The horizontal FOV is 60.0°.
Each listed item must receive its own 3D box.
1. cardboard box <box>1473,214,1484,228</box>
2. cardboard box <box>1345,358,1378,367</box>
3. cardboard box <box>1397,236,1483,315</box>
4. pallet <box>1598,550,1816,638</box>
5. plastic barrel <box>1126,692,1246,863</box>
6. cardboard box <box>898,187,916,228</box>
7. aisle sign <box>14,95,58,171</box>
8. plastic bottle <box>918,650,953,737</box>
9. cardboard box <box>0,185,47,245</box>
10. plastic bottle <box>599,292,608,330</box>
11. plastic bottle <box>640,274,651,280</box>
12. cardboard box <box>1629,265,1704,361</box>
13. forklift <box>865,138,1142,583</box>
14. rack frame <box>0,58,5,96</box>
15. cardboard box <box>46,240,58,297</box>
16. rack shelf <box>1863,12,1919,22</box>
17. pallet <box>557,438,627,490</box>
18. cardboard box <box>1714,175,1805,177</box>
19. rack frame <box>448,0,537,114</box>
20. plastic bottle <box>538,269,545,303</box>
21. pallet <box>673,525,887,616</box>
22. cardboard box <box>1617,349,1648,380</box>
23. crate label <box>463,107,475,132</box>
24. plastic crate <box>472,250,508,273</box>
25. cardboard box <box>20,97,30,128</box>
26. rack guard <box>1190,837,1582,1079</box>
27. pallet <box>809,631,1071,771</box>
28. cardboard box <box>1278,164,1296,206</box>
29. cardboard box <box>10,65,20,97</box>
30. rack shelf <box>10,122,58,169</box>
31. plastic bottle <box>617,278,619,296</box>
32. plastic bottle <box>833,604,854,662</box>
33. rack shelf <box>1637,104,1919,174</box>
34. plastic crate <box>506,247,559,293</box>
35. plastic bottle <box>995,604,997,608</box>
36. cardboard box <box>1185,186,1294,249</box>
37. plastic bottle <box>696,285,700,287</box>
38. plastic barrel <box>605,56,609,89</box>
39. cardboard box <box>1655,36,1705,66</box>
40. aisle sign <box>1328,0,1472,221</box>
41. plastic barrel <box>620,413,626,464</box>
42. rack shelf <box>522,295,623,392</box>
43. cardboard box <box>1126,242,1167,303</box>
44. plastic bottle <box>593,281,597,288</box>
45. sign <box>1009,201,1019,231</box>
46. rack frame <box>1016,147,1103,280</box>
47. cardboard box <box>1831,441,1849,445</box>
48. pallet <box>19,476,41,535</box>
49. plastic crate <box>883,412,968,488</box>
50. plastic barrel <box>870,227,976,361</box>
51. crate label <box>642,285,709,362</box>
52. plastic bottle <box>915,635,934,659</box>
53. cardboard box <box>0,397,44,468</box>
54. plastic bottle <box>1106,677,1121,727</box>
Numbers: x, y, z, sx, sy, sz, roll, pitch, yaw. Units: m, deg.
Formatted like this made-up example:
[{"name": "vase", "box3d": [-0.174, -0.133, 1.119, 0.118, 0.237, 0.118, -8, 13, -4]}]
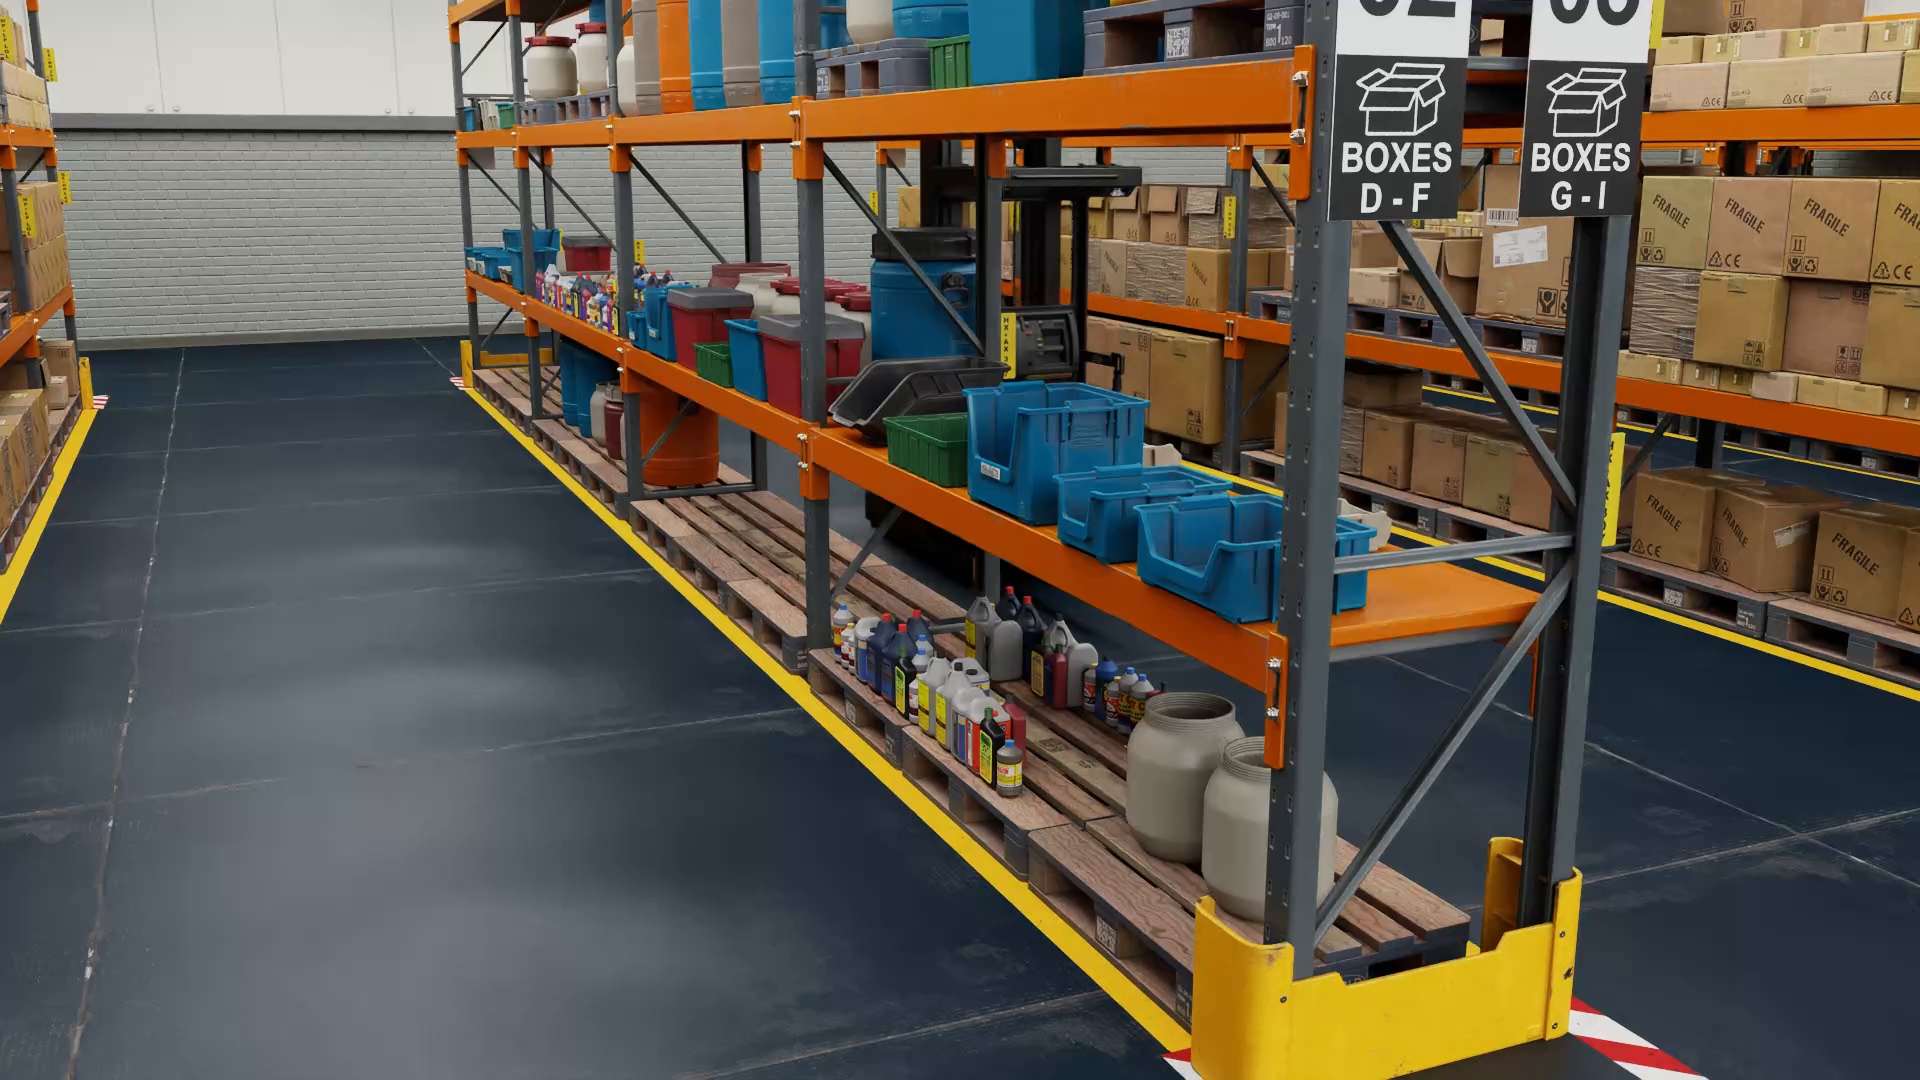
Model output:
[{"name": "cardboard box", "box3d": [5.692, -3.397, 17.703, 0.380, 0.149, 0.250, -6, 14, -24]}, {"name": "cardboard box", "box3d": [2.954, -1.283, 13.166, 0.500, 0.250, 0.500, -5, 14, -21]}, {"name": "cardboard box", "box3d": [3.481, -1.835, 11.486, 0.797, 0.503, 0.637, -4, 14, -17]}, {"name": "pallet", "box3d": [4.562, 0.264, 9.763, 1.003, 0.211, 1.213, -6, 14, -23]}, {"name": "plastic barrel", "box3d": [0.790, 0.818, 5.769, 0.421, 0.512, 0.421, 0, 13, 0]}, {"name": "cardboard box", "box3d": [-0.402, -3.920, 19.665, 0.500, 0.500, 0.500, -6, 14, -24]}, {"name": "aisle sign", "box3d": [-9.372, -4.124, 16.771, 0.394, 0.787, 0.004, -6, 14, -23]}, {"name": "plastic bottle", "box3d": [-0.089, 0.624, 6.920, 0.144, 0.351, 0.185, -6, 14, -23]}, {"name": "cardboard box", "box3d": [-8.366, -2.861, 14.638, 0.500, 0.500, 0.500, -6, 14, -25]}, {"name": "plastic bottle", "box3d": [-2.633, -1.705, 12.371, 0.097, 0.271, 0.097, 0, 13, 0]}, {"name": "plastic bottle", "box3d": [-2.680, -2.144, 14.254, 0.152, 0.276, 0.135, -6, 14, -23]}, {"name": "cardboard box", "box3d": [4.384, -1.326, 9.563, 0.875, 0.500, 0.500, -6, 14, -23]}, {"name": "forklift", "box3d": [0.423, -1.273, 10.370, 1.130, 2.935, 3.031, -6, 14, -25]}, {"name": "rack frame", "box3d": [-8.023, -4.912, 12.636, 1.000, 3.000, 0.127, -6, 14, -23]}, {"name": "cardboard box", "box3d": [-8.589, -2.482, 15.219, 0.500, 0.500, 0.500, -6, 14, -24]}, {"name": "rack shelf", "box3d": [10.937, -5.743, 18.707, 1.077, 0.370, 4.000, -6, 14, -23]}, {"name": "pallet", "box3d": [-2.719, -0.662, 13.761, 1.003, 0.211, 1.213, -6, 14, -23]}, {"name": "cardboard box", "box3d": [4.693, -1.843, 9.582, 0.500, 0.500, 0.500, -6, 14, -23]}, {"name": "rack frame", "box3d": [-5.085, -6.185, 18.137, 1.000, 3.000, 0.127, -6, 14, -23]}, {"name": "plastic bottle", "box3d": [-3.673, -2.237, 14.643, 0.061, 0.283, 0.133, -6, 14, -23]}, {"name": "pallet", "box3d": [-1.121, 0.164, 10.192, 1.003, 0.211, 1.213, -6, 14, -23]}, {"name": "cardboard box", "box3d": [4.071, -1.036, 9.753, 0.380, 0.149, 0.250, -6, 14, -23]}, {"name": "crate label", "box3d": [-5.011, -4.431, 17.542, 0.408, 0.251, 0.502, -6, 14, -23]}, {"name": "plastic crate", "box3d": [-5.024, -2.993, 17.889, 0.416, 0.233, 0.300, -6, 14, -23]}, {"name": "cardboard box", "box3d": [-8.386, -3.708, 14.417, 0.500, 0.250, 0.500, -6, 14, -23]}, {"name": "rack guard", "box3d": [1.251, 1.250, 4.862, 1.175, 0.500, 0.348, -6, 14, -23]}, {"name": "pallet", "box3d": [-0.047, 0.718, 7.800, 1.003, 0.211, 1.213, -6, 14, -23]}, {"name": "cardboard box", "box3d": [4.371, -4.488, 21.009, 0.500, 0.500, 0.500, -6, 14, -24]}, {"name": "cardboard box", "box3d": [-8.192, -3.847, 13.912, 0.500, 0.250, 0.500, -6, 14, -23]}, {"name": "rack shelf", "box3d": [-8.824, -3.513, 14.841, 1.077, 0.370, 4.000, -6, 14, -23]}, {"name": "plastic bottle", "box3d": [-2.873, -2.200, 14.334, 0.144, 0.351, 0.185, -6, 14, -23]}, {"name": "plastic bottle", "box3d": [-0.552, 0.437, 7.904, 0.097, 0.271, 0.097, 0, 13, 0]}, {"name": "rack shelf", "box3d": [5.061, -1.928, 7.992, 1.077, 0.370, 4.000, -6, 14, -23]}, {"name": "plastic crate", "box3d": [-3.982, -2.523, 15.521, 0.392, 0.384, 0.575, -6, 14, -23]}, {"name": "plastic bottle", "box3d": [0.217, 0.396, 8.057, 0.061, 0.283, 0.133, -5, 14, -20]}, {"name": "cardboard box", "box3d": [2.380, -2.747, 14.139, 0.797, 0.503, 0.637, -5, 14, -21]}, {"name": "plastic bottle", "box3d": [-2.047, -1.846, 12.954, 0.061, 0.283, 0.133, -6, 14, -23]}, {"name": "plastic barrel", "box3d": [-2.444, -3.416, 12.202, 0.301, 0.262, 0.301, 0, 13, 0]}, {"name": "cardboard box", "box3d": [4.108, -2.718, 9.257, 0.380, 0.149, 0.250, -6, 14, -25]}, {"name": "aisle sign", "box3d": [1.081, -1.182, 4.057, 0.394, 0.787, 0.004, -6, 14, -23]}, {"name": "plastic barrel", "box3d": [-2.400, -0.810, 12.804, 0.421, 0.512, 0.421, 0, 13, 0]}, {"name": "rack shelf", "box3d": [-2.682, -1.672, 13.538, 1.077, 0.370, 4.000, -6, 14, -23]}, {"name": "cardboard box", "box3d": [1.828, -2.396, 14.847, 0.500, 0.500, 0.500, -6, 14, -25]}, {"name": "plastic bottle", "box3d": [-2.951, -1.950, 13.430, 0.097, 0.271, 0.097, 0, 13, 0]}, {"name": "sign", "box3d": [0.548, -3.293, 16.851, 0.100, 0.325, 0.005, -6, 14, -23]}, {"name": "rack frame", "box3d": [1.056, -2.883, 17.175, 1.000, 3.000, 0.127, -6, 14, -23]}, {"name": "cardboard box", "box3d": [7.758, -1.278, 14.299, 1.050, 0.750, 0.750, -5, 14, -22]}, {"name": "pallet", "box3d": [-7.170, -0.214, 11.825, 1.003, 0.211, 1.213, -6, 14, -23]}, {"name": "plastic crate", "box3d": [0.007, -0.374, 6.803, 0.450, 0.188, 0.662, -6, 14, -23]}, {"name": "plastic barrel", "box3d": [-0.155, -1.135, 8.508, 0.600, 0.901, 0.708, -6, 14, -23]}, {"name": "crate label", "box3d": [-1.730, -1.397, 10.675, 0.502, 0.435, 0.616, -6, 14, -23]}, {"name": "plastic bottle", "box3d": [-0.166, 0.555, 7.394, 0.097, 0.271, 0.097, 0, 13, 0]}, {"name": "cardboard box", "box3d": [-7.372, -0.807, 12.772, 0.500, 0.500, 0.500, -6, 14, -23]}, {"name": "plastic bottle", "box3d": [0.666, 0.678, 7.020, 0.097, 0.201, 0.097, 0, 13, 0]}]
